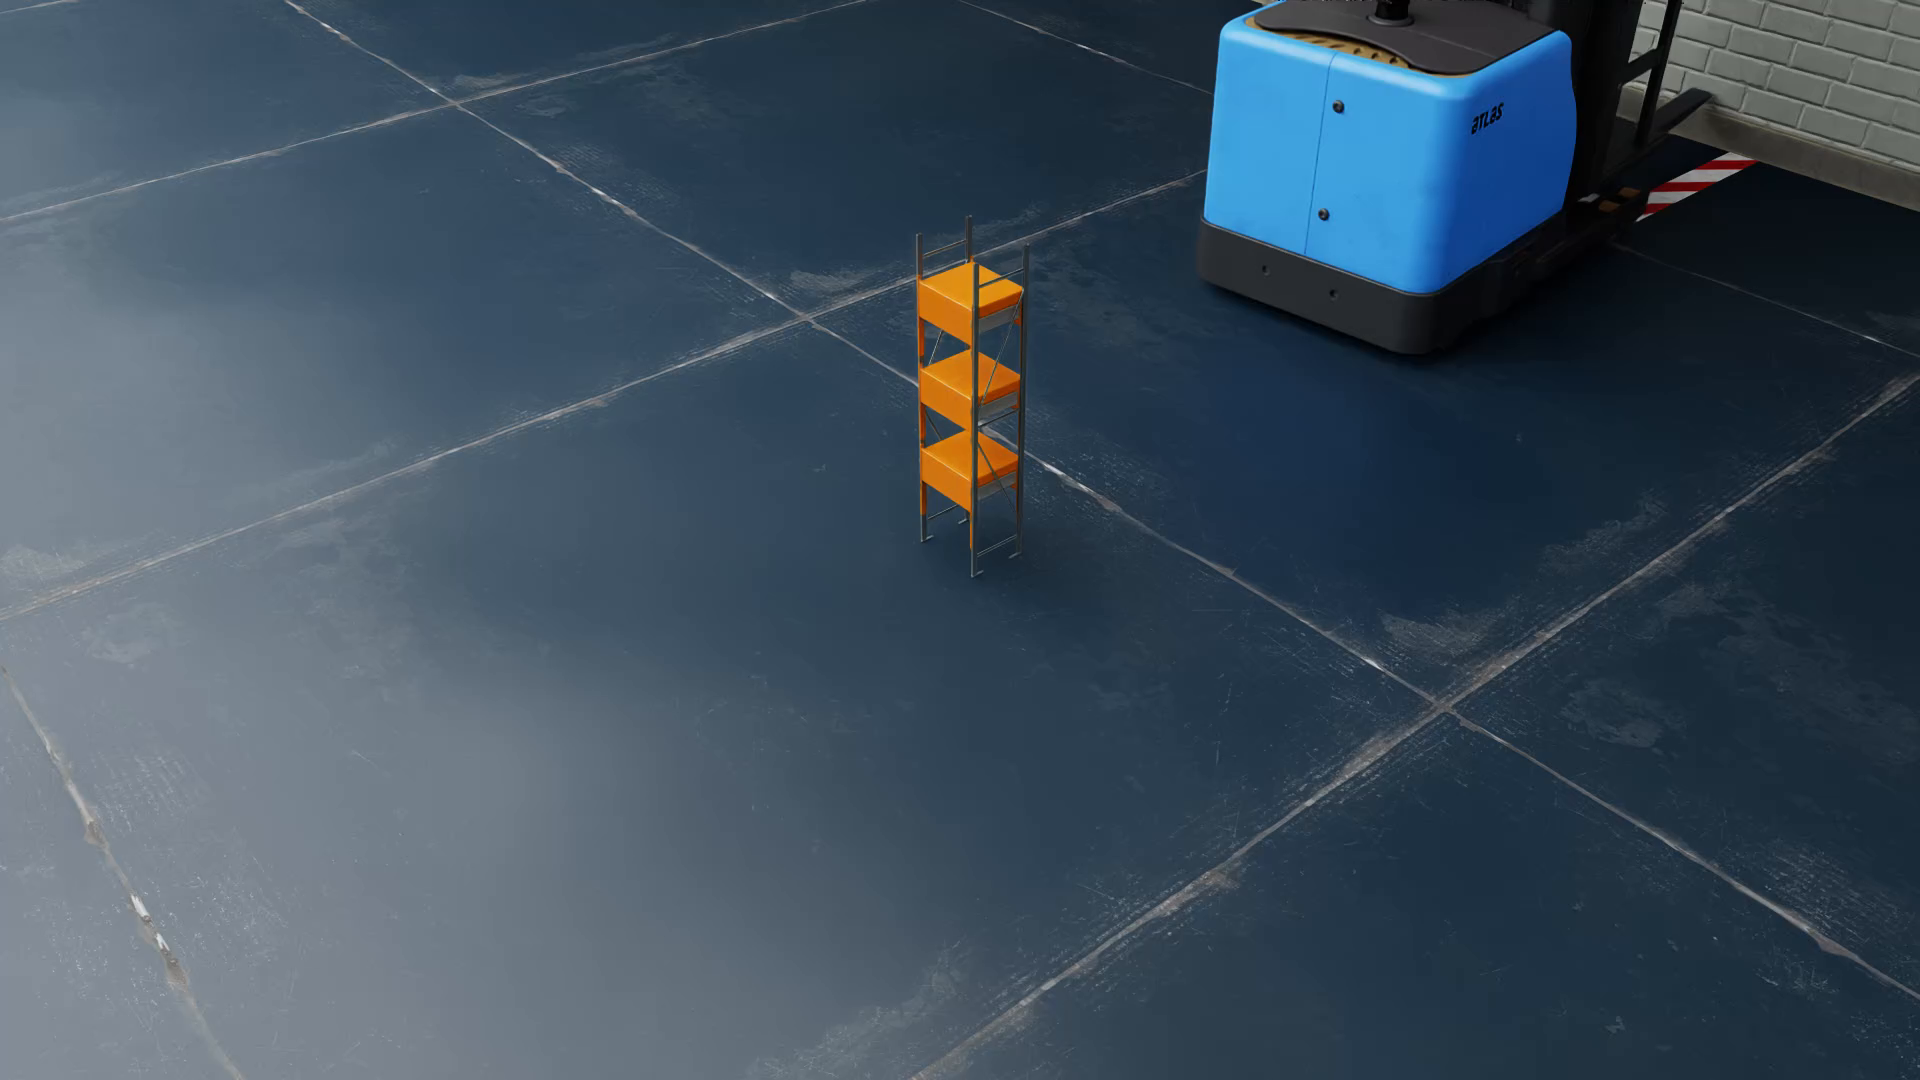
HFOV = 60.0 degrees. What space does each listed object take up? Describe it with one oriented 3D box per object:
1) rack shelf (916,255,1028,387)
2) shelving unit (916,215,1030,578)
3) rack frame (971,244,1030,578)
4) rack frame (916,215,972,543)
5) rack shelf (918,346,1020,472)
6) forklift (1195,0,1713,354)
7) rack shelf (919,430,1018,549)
[{"bbox_3d":[0.035,-0.628,4.755,0.215,0.259,0.240,-26,43,-32],"label":"rack shelf"},{"bbox_3d":[0.035,-0.405,4.913,0.215,1.050,0.252,-26,43,-32],"label":"shelving unit"},{"bbox_3d":[0.113,-0.351,4.837,0.200,1.050,0.008,-26,43,-32],"label":"rack frame"},{"bbox_3d":[-0.044,-0.459,4.989,0.200,1.050,0.008,-26,43,-32],"label":"rack frame"},{"bbox_3d":[0.035,-0.396,4.919,0.215,0.259,0.240,-26,43,-32],"label":"rack shelf"},{"bbox_3d":[2.305,-2.638,6.439,1.130,2.935,3.031,28,44,34],"label":"forklift"},{"bbox_3d":[0.035,-0.169,5.080,0.215,0.259,0.240,-26,43,-32],"label":"rack shelf"}]
